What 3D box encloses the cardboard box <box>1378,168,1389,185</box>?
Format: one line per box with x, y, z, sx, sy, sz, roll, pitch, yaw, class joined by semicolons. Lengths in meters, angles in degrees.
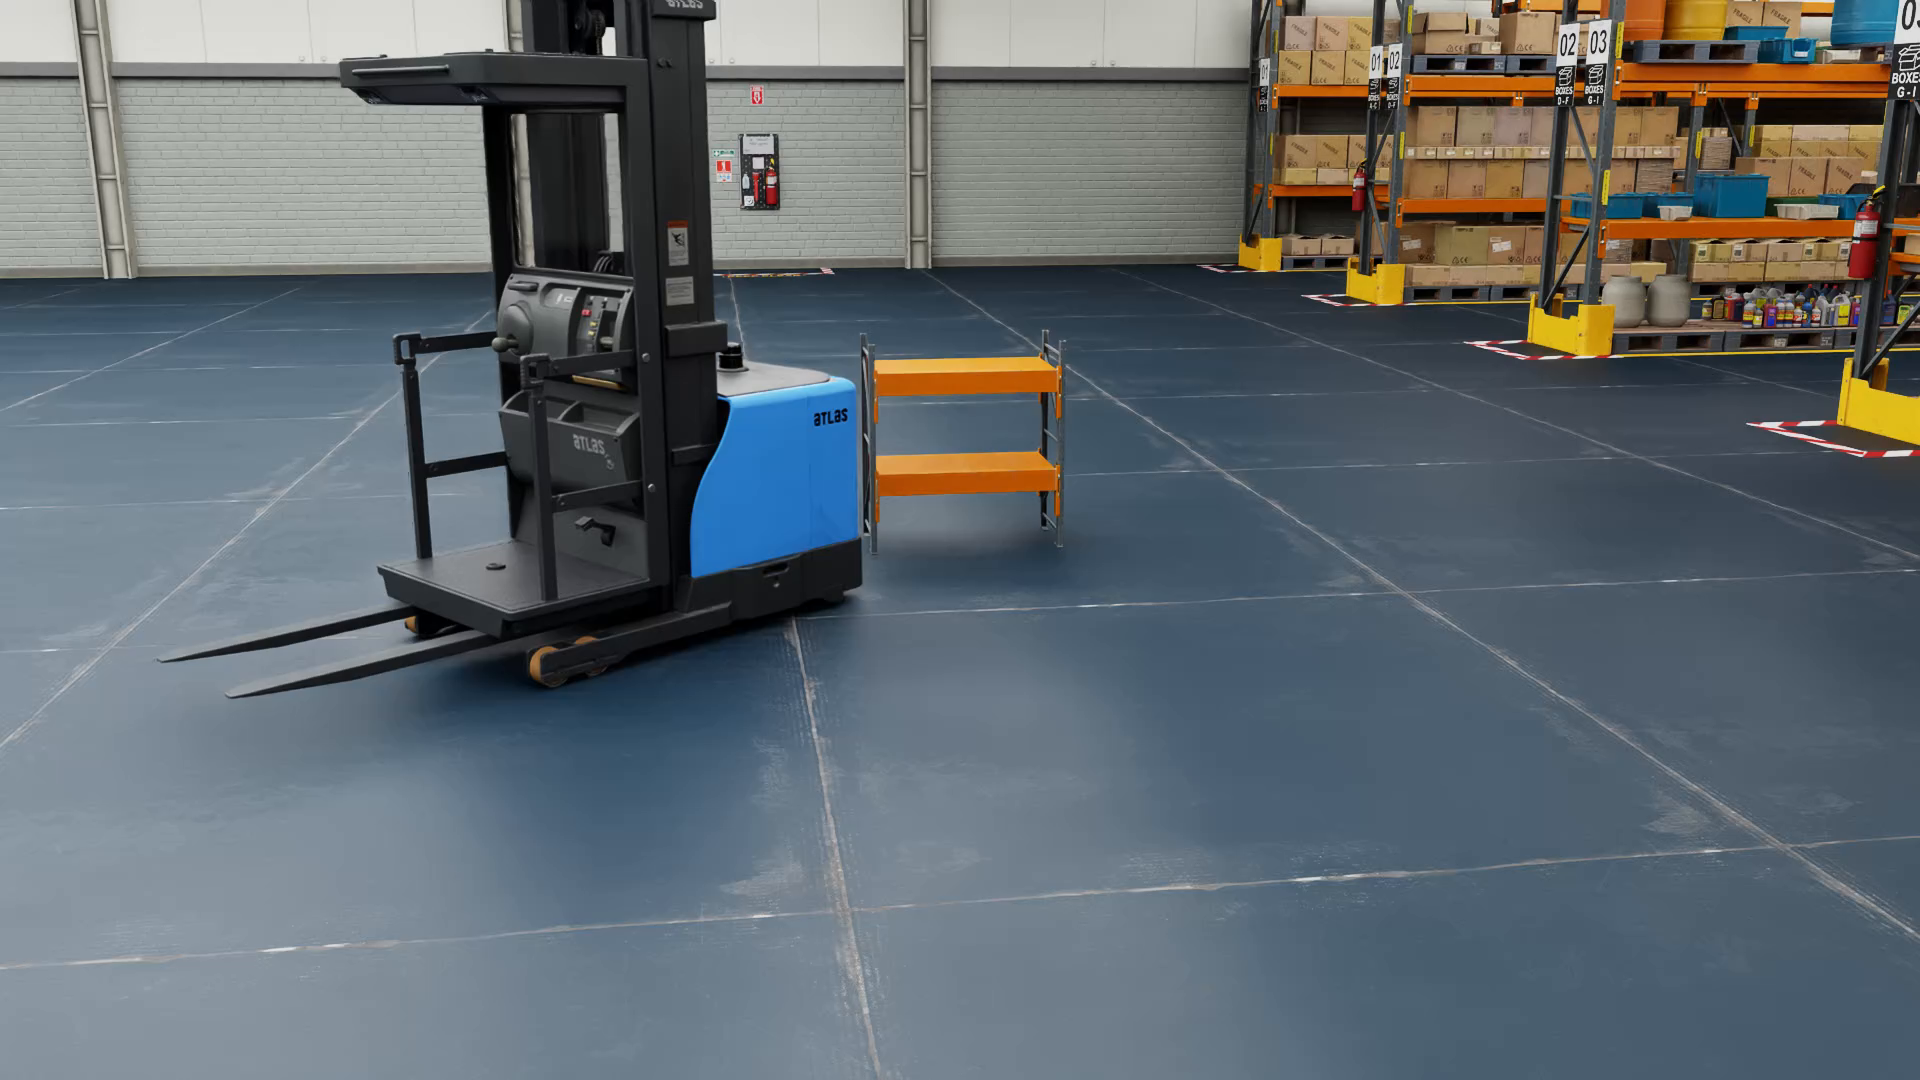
6.747;-5.732;26.177;0.500;0.250;0.500;-2;14;-8;cardboard box

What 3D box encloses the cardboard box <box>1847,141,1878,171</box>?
14.654;-6.300;27.318;0.500;0.500;0.500;-2;14;-7;cardboard box

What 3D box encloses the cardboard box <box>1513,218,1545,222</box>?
9.382;-4.973;27.119;0.500;0.500;0.700;-2;14;-6;cardboard box

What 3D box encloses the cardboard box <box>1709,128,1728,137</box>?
12.275;-6.643;27.101;0.250;0.149;0.380;-4;15;-16;cardboard box

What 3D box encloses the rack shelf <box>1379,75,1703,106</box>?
7.420;-5.783;21.429;4.000;0.370;1.077;-2;14;-8;rack shelf

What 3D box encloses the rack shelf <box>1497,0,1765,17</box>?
10.634;-8.381;26.441;4.000;0.370;1.077;-2;14;-8;rack shelf

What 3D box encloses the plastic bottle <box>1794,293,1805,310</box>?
8.946;-2.498;17.719;0.097;0.271;0.097;0;14;0;plastic bottle

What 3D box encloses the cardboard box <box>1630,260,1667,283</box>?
8.972;-3.550;22.002;0.500;0.250;0.500;-2;14;-8;cardboard box

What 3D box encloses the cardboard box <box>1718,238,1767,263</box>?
10.340;-3.864;22.098;0.500;0.311;0.500;-2;14;-9;cardboard box

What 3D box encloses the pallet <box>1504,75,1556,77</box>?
9.283;-7.302;26.391;1.003;0.211;1.213;-2;14;-8;pallet

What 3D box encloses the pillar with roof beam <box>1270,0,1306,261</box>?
5.906;-7.904;22.240;0.400;9.000;9.100;-2;14;-8;pillar with roof beam

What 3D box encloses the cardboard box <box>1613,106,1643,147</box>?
8.461;-5.391;21.681;0.500;0.500;0.700;-2;14;-8;cardboard box

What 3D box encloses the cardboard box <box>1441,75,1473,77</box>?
7.692;-7.361;25.995;0.500;0.500;0.500;-3;14;-13;cardboard box

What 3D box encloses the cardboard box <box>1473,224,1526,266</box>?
6.993;-3.844;21.632;0.500;0.500;0.500;-2;14;-8;cardboard box

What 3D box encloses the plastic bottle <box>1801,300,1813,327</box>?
8.655;-2.317;17.000;0.097;0.271;0.097;0;14;0;plastic bottle

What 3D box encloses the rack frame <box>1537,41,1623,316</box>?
6.177;-3.413;16.666;0.127;3.000;1.000;-2;14;-8;rack frame

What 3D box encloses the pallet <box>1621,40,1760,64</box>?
7.010;-4.783;16.349;1.213;0.211;1.003;-2;14;-8;pallet

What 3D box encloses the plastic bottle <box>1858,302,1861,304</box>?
9.349;-2.387;17.115;0.185;0.351;0.144;-3;14;-11;plastic bottle

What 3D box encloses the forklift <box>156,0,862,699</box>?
-1.850;-0.958;7.017;1.130;2.935;3.031;13;19;42;forklift

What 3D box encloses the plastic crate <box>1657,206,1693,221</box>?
7.110;-3.240;16.518;0.250;0.136;0.298;-2;14;-8;plastic crate

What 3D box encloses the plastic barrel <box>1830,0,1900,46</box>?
9.132;-5.450;16.726;0.708;0.901;0.600;-2;14;-8;plastic barrel

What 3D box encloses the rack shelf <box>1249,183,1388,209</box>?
6.679;-5.520;26.544;4.000;0.370;1.077;-2;14;-8;rack shelf

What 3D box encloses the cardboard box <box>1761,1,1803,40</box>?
10.574;-6.739;21.662;0.500;0.500;0.500;-1;14;-3;cardboard box

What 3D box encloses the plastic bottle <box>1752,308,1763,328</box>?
8.119;-2.264;16.931;0.097;0.201;0.097;0;14;0;plastic bottle

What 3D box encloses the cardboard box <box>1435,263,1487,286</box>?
6.500;-3.460;21.640;0.500;0.250;0.500;-2;14;-8;cardboard box

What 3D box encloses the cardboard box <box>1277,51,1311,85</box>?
5.069;-7.261;25.597;0.500;0.500;0.500;-2;14;-7;cardboard box

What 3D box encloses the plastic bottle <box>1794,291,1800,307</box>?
8.916;-2.522;17.791;0.133;0.283;0.061;-1;14;-6;plastic bottle

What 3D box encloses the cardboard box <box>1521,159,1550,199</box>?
7.437;-4.724;21.686;0.500;0.500;0.700;-2;14;-7;cardboard box

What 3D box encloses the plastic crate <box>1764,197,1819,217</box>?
8.748;-3.474;17.344;0.662;0.188;0.450;-2;14;-8;plastic crate

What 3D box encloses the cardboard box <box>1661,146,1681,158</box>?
9.161;-5.052;21.659;0.250;0.149;0.380;-2;14;-8;cardboard box

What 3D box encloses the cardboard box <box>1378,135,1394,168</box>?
6.729;-6.096;26.090;0.500;0.500;0.500;-2;14;-7;cardboard box

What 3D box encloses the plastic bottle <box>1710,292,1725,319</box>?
8.041;-2.490;17.663;0.133;0.283;0.061;-2;14;-7;plastic bottle

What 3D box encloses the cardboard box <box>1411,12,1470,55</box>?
6.012;-6.401;21.051;0.637;0.503;0.797;-1;14;-4;cardboard box

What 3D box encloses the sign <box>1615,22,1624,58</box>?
6.255;-4.740;15.771;0.005;0.325;0.100;-2;14;-8;sign

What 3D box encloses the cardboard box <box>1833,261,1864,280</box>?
11.863;-3.650;22.399;0.500;0.250;0.500;-2;14;-7;cardboard box

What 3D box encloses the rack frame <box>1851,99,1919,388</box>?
6.915;-2.222;11.915;0.127;3.000;1.000;-2;14;-8;rack frame

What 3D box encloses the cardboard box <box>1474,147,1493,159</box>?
6.620;-4.958;21.286;0.250;0.149;0.380;-2;14;-9;cardboard box

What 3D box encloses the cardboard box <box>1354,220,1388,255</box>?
6.695;-4.836;26.572;0.500;0.500;0.700;-3;14;-12;cardboard box

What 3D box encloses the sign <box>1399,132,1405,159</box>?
5.520;-4.929;20.769;0.005;0.325;0.100;-2;14;-8;sign

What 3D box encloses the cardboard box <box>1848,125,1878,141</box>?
14.628;-6.666;27.234;0.500;0.250;0.500;-2;14;-9;cardboard box

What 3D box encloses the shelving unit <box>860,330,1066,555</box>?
0.007;-0.546;9.086;1.048;1.125;0.538;-2;14;-8;shelving unit

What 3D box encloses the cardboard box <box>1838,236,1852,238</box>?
12.274;-4.067;22.910;0.500;0.311;0.500;-2;14;-10;cardboard box

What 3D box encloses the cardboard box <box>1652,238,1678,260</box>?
9.756;-3.975;22.544;0.500;0.311;0.500;-2;14;-8;cardboard box

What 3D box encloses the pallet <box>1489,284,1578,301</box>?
7.397;-3.334;22.080;1.213;0.211;1.003;-2;14;-8;pallet

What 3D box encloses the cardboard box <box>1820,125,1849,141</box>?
14.124;-6.646;27.155;0.500;0.250;0.500;-2;14;-8;cardboard box

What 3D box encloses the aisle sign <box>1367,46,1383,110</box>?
5.334;-5.934;21.373;0.004;0.787;0.394;-2;14;-8;aisle sign

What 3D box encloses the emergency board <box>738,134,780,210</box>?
-3.118;-5.732;25.911;0.643;1.169;0.194;-2;14;-8;emergency board

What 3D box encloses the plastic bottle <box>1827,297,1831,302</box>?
8.989;-2.366;17.171;0.133;0.283;0.061;-2;14;-8;plastic bottle

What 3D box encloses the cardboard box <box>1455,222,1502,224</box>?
6.915;-3.969;22.131;0.500;0.500;0.500;-2;14;-8;cardboard box

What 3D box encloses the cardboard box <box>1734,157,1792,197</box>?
10.681;-4.841;22.154;0.500;0.500;0.500;-1;14;-4;cardboard box

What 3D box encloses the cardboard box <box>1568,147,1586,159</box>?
7.905;-5.006;21.477;0.250;0.149;0.380;-2;14;-7;cardboard box

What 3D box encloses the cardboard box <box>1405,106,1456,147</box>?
5.959;-5.298;21.310;0.500;0.500;0.700;-2;14;-8;cardboard box

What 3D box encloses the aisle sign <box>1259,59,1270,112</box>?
4.675;-6.982;25.553;0.004;0.787;0.394;-2;14;-8;aisle sign

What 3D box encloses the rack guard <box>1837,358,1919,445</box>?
6.990;-1.012;12.230;0.348;0.500;1.175;-2;14;-8;rack guard

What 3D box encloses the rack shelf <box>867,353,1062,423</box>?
0.007;-0.830;9.015;1.000;0.278;0.538;-2;14;-8;rack shelf
